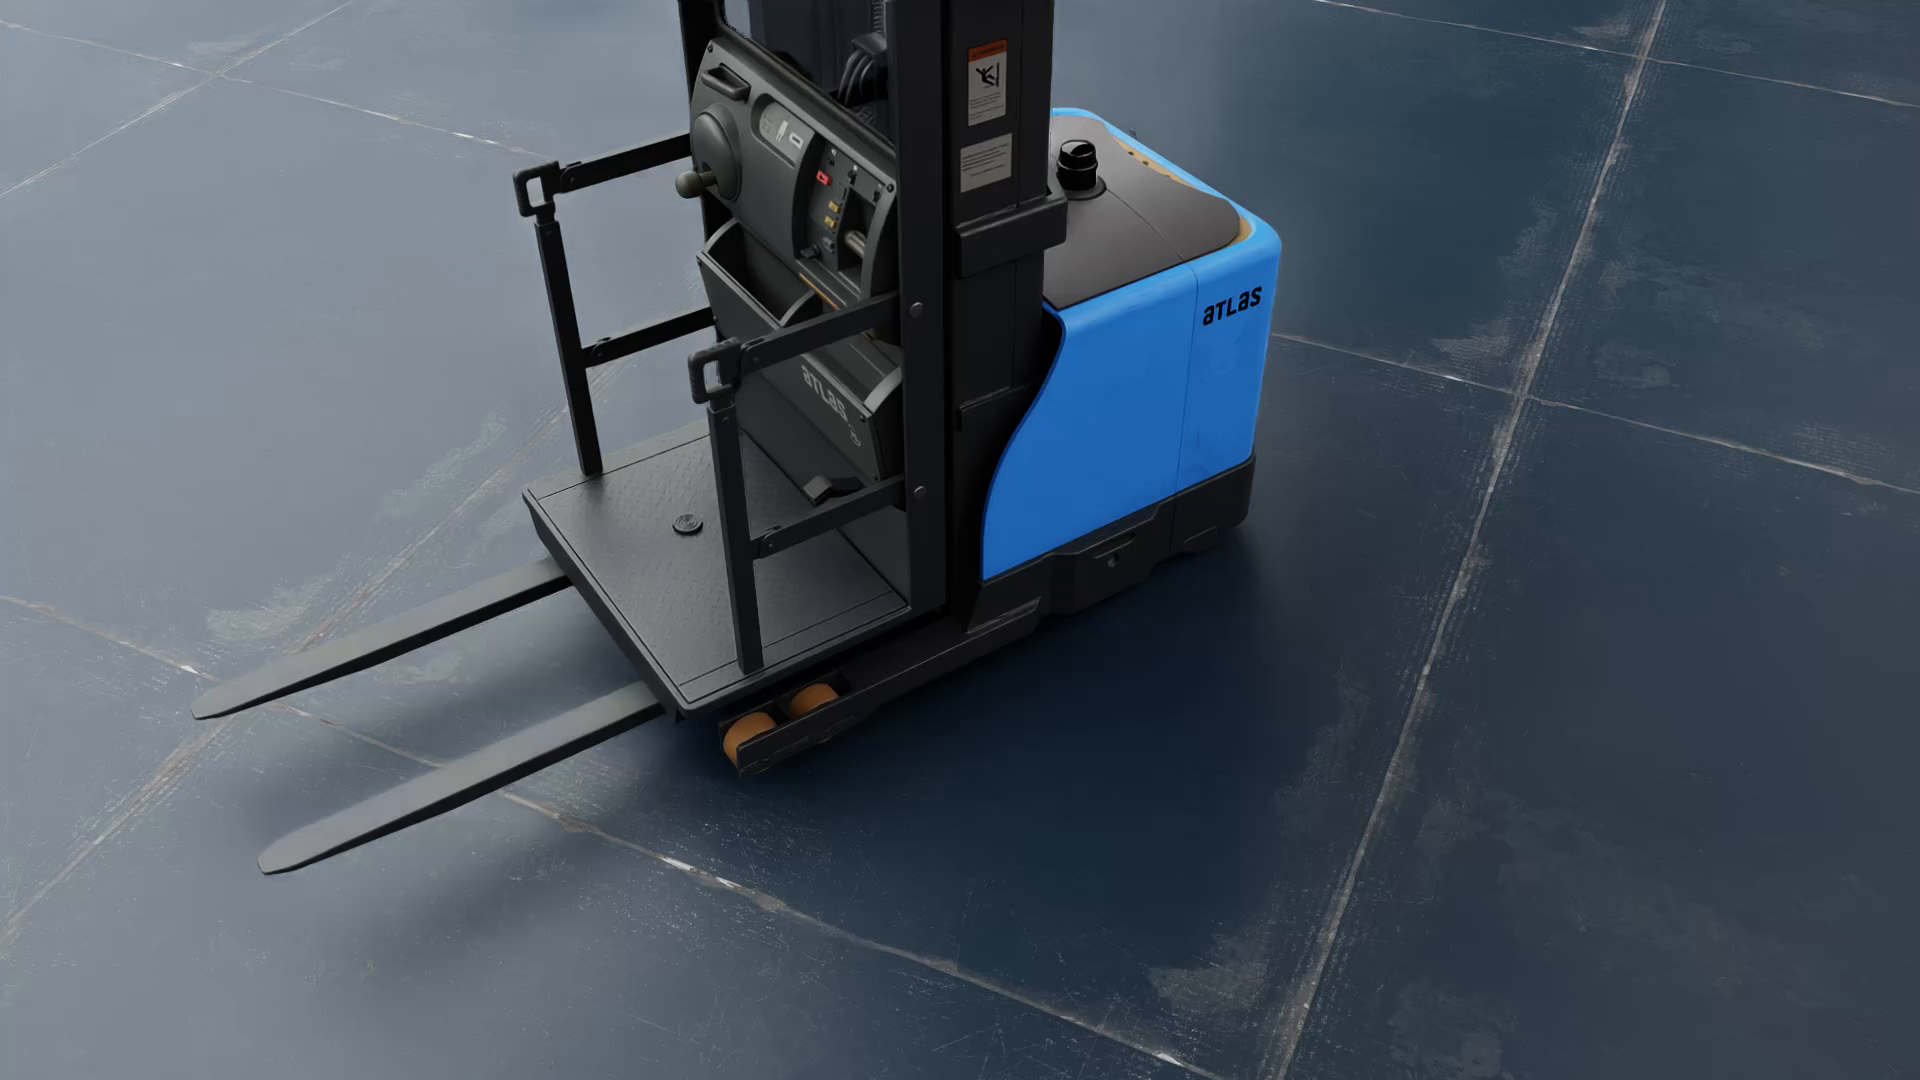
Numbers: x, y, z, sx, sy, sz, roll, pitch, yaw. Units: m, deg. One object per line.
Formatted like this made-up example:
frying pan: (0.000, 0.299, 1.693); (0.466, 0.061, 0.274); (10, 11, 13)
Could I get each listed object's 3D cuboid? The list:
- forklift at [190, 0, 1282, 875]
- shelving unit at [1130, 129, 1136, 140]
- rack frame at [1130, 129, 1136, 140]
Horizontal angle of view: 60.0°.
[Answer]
forklift: (-0.598, -0.870, 4.016); (3.031, 2.935, 1.130); (-24, 46, -25)
shelving unit: (0.415, -0.992, 5.707); (0.258, 0.900, 0.210); (30, 49, 30)
rack frame: (0.481, -1.042, 5.765); (0.240, 0.900, 0.006); (30, 49, 30)
